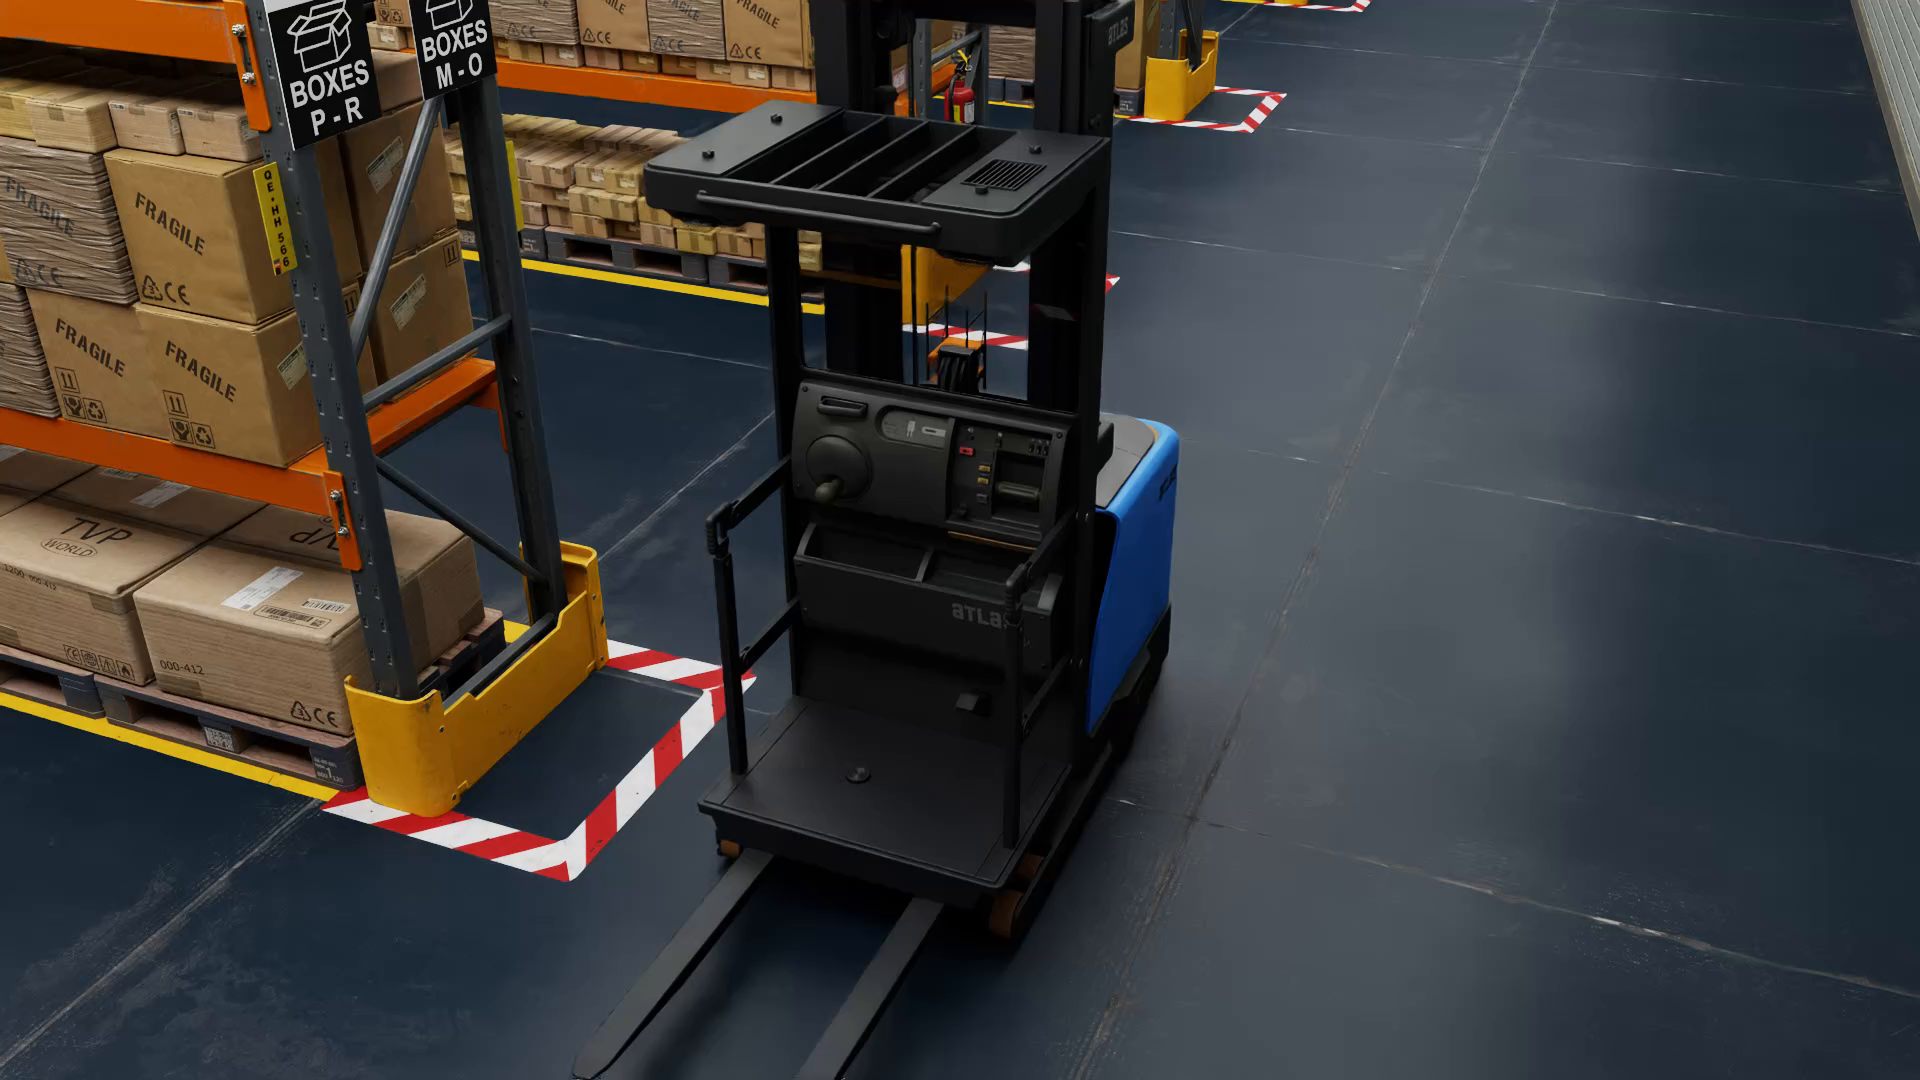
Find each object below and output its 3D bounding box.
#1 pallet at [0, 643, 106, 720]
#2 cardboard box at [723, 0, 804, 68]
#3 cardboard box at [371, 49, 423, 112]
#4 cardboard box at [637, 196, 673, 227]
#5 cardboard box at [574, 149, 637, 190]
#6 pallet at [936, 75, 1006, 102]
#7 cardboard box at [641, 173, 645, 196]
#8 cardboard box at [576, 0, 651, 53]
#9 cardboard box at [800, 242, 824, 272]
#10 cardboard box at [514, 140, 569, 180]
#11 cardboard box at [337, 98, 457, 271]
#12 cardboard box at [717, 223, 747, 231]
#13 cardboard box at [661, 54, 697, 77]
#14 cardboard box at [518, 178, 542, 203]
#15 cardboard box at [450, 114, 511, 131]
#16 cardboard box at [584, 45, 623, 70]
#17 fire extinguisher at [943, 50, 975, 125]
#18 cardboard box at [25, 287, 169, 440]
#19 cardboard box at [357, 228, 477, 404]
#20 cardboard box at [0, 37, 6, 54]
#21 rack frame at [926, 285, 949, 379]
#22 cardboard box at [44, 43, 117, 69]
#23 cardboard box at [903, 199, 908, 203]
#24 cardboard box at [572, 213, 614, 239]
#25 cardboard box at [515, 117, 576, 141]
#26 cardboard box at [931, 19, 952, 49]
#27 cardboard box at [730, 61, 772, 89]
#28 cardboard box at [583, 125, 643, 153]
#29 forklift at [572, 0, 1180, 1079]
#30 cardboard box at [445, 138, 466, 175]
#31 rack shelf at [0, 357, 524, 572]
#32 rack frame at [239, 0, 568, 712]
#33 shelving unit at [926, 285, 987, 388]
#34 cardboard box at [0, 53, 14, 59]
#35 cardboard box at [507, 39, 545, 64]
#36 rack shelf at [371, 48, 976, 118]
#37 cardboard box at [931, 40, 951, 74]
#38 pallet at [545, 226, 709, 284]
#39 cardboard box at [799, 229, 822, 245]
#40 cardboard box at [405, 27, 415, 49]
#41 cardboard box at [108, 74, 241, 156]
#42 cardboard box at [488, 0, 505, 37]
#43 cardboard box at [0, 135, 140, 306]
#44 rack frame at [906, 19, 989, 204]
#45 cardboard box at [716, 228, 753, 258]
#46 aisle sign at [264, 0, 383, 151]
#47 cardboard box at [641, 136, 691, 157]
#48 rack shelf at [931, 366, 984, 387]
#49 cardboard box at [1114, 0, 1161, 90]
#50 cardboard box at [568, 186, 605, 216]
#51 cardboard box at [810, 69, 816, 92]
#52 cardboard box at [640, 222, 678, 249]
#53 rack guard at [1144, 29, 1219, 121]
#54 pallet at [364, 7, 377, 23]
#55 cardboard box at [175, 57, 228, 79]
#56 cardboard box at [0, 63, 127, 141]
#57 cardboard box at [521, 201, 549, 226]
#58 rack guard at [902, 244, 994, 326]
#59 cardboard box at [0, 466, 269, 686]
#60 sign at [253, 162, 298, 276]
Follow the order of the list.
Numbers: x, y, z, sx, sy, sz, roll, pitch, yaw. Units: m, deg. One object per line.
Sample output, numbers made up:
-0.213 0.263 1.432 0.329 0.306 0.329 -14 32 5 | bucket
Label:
-3.729 0.276 7.047 1.213 0.211 1.003 11 31 19 | pallet
-1.053 -3.111 9.802 0.500 0.500 0.500 11 31 18 | cardboard box
-2.057 -1.552 5.671 0.250 0.149 0.380 12 32 20 | cardboard box
-1.858 -2.155 10.682 0.250 0.149 0.380 13 32 22 | cardboard box
-2.305 -2.420 10.849 0.250 0.149 0.380 10 31 17 | cardboard box
-0.003 -4.242 15.041 1.213 0.211 1.003 11 31 19 | pallet
-1.838 -2.321 10.674 0.250 0.149 0.380 10 31 17 | cardboard box
-1.984 -3.298 10.132 0.500 0.500 0.500 13 32 22 | cardboard box
-0.907 -1.820 10.392 0.250 0.149 0.380 12 32 21 | cardboard box
-2.793 -2.517 11.021 0.250 0.149 0.380 10 31 18 | cardboard box
-2.169 -1.296 5.878 0.500 0.500 0.500 11 31 18 | cardboard box
-1.353 -2.105 10.595 0.250 0.149 0.380 11 31 19 | cardboard box
-1.633 -2.975 10.221 0.250 0.149 0.380 10 31 17 | cardboard box
-2.798 -2.387 11.093 0.250 0.149 0.380 10 31 17 | cardboard box
-3.343 -2.868 11.642 0.250 0.149 0.380 12 32 21 | cardboard box
-2.127 -3.054 10.360 0.250 0.149 0.380 13 32 21 | cardboard box
-0.004 -2.422 9.444 0.183 0.674 0.296 11 31 19 | fire extinguisher
-2.838 -0.711 5.857 0.500 0.500 0.500 11 31 18 | cardboard box
-2.168 -0.862 6.125 0.500 0.500 0.500 11 31 19 | cardboard box
-3.478 -1.858 6.212 0.250 0.149 0.380 11 31 18 | cardboard box
-0.098 -0.542 7.489 0.006 1.200 0.240 11 31 19 | rack frame
-3.038 -1.733 5.991 0.250 0.149 0.380 12 31 20 | cardboard box
-0.453 -2.160 10.691 0.250 0.149 0.380 13 32 21 | cardboard box
-2.337 -2.121 10.925 0.250 0.149 0.380 10 31 18 | cardboard box
-2.858 -2.796 11.515 0.250 0.149 0.380 11 31 19 | cardboard box
-0.376 -3.257 10.060 0.500 0.500 0.500 13 32 21 | cardboard box
-1.172 -2.836 9.974 0.250 0.149 0.380 12 32 20 | cardboard box
-2.361 -2.705 11.353 0.250 0.149 0.380 10 31 17 | cardboard box
-0.190 -0.209 5.141 1.130 2.935 3.031 12 32 20 | forklift
-3.296 -2.579 11.131 0.250 0.149 0.380 13 32 22 | cardboard box
-3.685 -0.656 6.593 4.000 0.370 1.077 11 31 19 | rack shelf
-1.832 -0.599 5.761 0.127 3.000 1.000 11 31 19 | rack frame
-0.013 -0.525 7.459 0.189 1.200 0.258 11 31 19 | shelving unit
-3.443 -1.546 5.660 0.250 0.149 0.380 12 32 20 | cardboard box
-2.638 -3.135 10.503 0.250 0.149 0.380 12 32 20 | cardboard box
-1.917 -2.932 10.619 4.000 0.370 1.077 11 31 19 | rack shelf
-0.241 -2.975 10.220 0.250 0.149 0.380 11 31 19 | cardboard box
-2.001 -2.068 11.194 1.213 0.211 1.003 11 31 19 | pallet
-0.883 -1.986 10.384 0.250 0.149 0.380 11 31 18 | cardboard box
-3.364 -3.290 10.777 0.250 0.149 0.380 12 32 21 | cardboard box
-2.484 -1.371 5.351 0.250 0.149 0.380 12 32 20 | cardboard box
-2.945 -3.493 10.477 0.500 0.500 0.500 11 31 19 | cardboard box
-2.863 -1.142 5.604 0.500 0.500 0.500 11 31 19 | cardboard box
-0.064 -2.875 9.788 0.127 3.000 1.000 11 31 19 | rack frame
-1.353 -1.948 10.618 0.250 0.149 0.380 12 31 20 | cardboard box
-1.882 -1.576 4.848 0.004 0.787 0.394 11 31 19 | aisle sign
-1.918 -2.565 11.105 0.250 0.149 0.380 11 31 19 | cardboard box
-0.013 -0.695 7.363 0.180 0.103 0.258 11 31 19 | rack shelf
1.271 -4.457 14.320 0.875 0.875 0.875 11 31 19 | cardboard box
-2.342 -2.250 10.850 0.250 0.149 0.380 11 31 19 | cardboard box
-0.689 -2.760 9.840 0.250 0.149 0.380 11 31 19 | cardboard box
-1.859 -2.026 10.757 0.250 0.149 0.380 12 32 20 | cardboard box
1.917 -4.025 14.363 0.348 0.500 1.175 11 31 19 | rack guard
-4.424 -3.739 11.511 1.213 0.211 1.003 11 31 19 | pallet
-2.524 -1.668 5.877 0.250 0.149 0.380 12 32 21 | cardboard box
-2.973 -1.446 5.483 0.250 0.149 0.380 12 32 20 | cardboard box
-2.804 -2.247 11.147 0.250 0.149 0.380 11 31 18 | cardboard box
-0.135 -1.801 10.427 0.348 0.500 1.175 11 31 19 | rack guard
-3.332 0.092 6.717 0.875 0.438 0.875 12 32 20 | cardboard box
-2.049 -0.961 4.985 0.005 0.325 0.100 11 31 19 | sign
